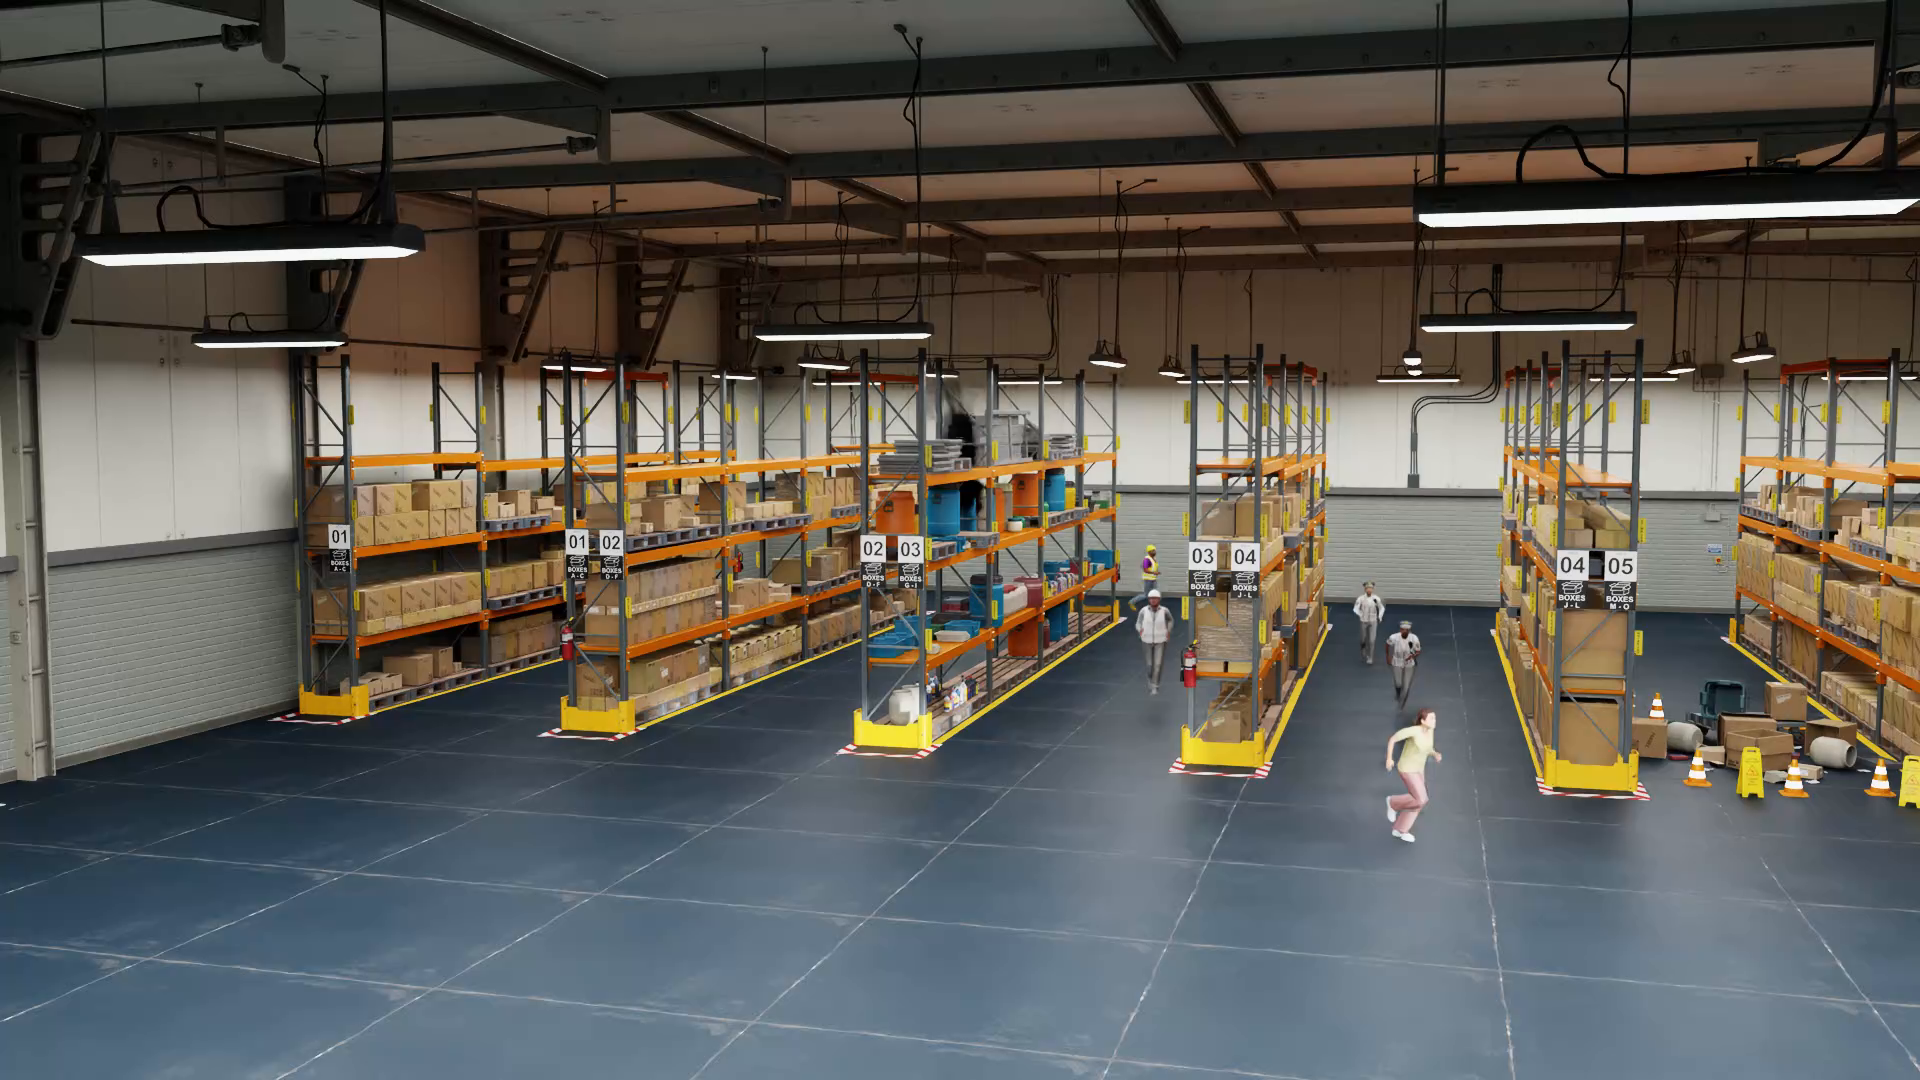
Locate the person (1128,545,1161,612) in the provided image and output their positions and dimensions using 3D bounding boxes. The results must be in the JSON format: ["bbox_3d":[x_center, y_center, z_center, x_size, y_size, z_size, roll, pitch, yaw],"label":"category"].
[{"bbox_3d":[4.707,1.010,41.604,0.947,1.770,0.710,2,5,24],"label":"person"}]

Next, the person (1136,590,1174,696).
[{"bbox_3d":[3.308,1.719,28.256,0.651,1.771,0.800,1,4,10],"label":"person"}]

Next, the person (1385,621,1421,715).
[{"bbox_3d":[7.405,2.131,27.802,0.562,1.609,0.677,1,4,10],"label":"person"}]

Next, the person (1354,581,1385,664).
[{"bbox_3d":[8.275,1.654,33.625,0.625,1.649,0.723,1,4,11],"label":"person"}]

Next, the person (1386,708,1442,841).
[{"bbox_3d":[5.352,2.750,19.605,0.571,1.597,0.675,-4,6,-42],"label":"person"}]
